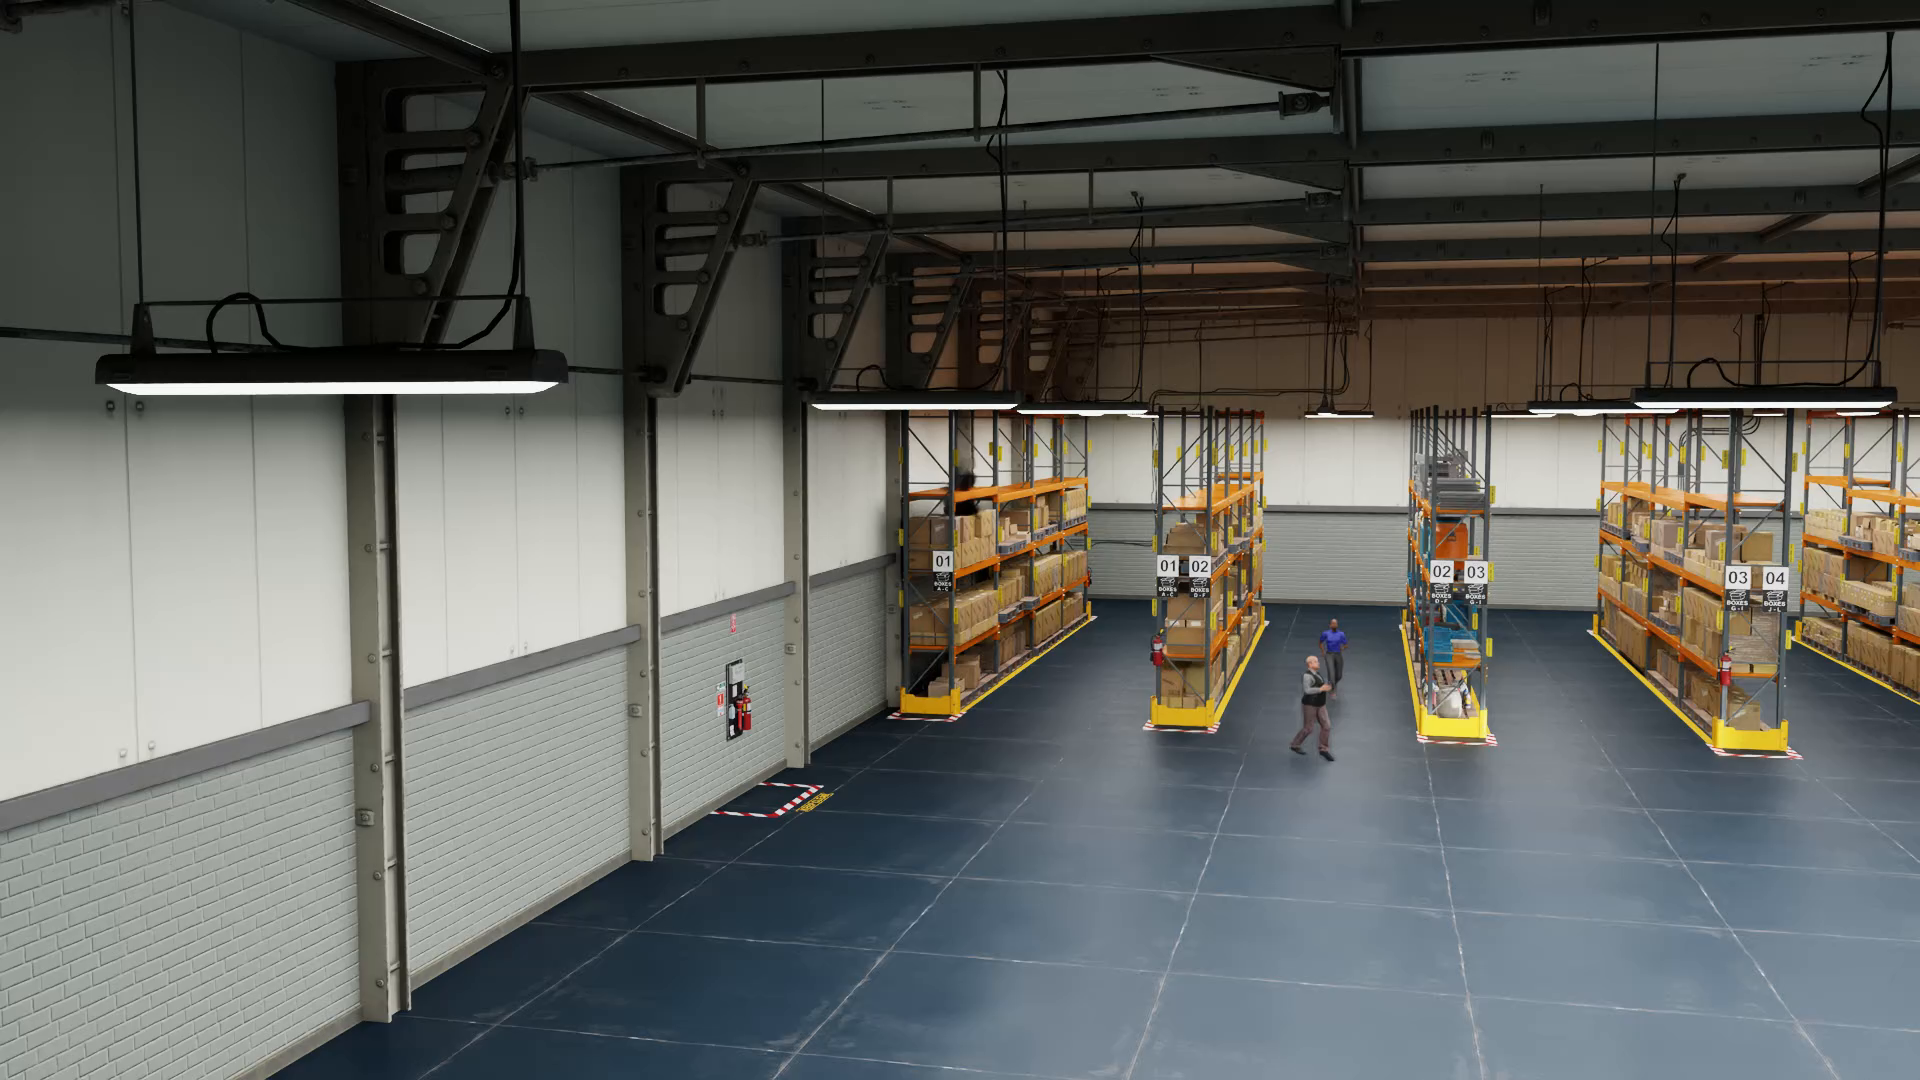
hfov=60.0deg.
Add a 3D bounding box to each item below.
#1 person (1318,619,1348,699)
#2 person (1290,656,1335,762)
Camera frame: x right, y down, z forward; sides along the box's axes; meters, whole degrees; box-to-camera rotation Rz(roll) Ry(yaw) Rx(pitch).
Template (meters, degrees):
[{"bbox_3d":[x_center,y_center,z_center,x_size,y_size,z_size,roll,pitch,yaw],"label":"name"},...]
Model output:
[{"bbox_3d":[7.725,2.485,34.440,0.588,1.527,0.834,0,4,3],"label":"person"},{"bbox_3d":[5.958,2.841,28.084,0.752,1.769,0.644,3,5,40],"label":"person"}]
